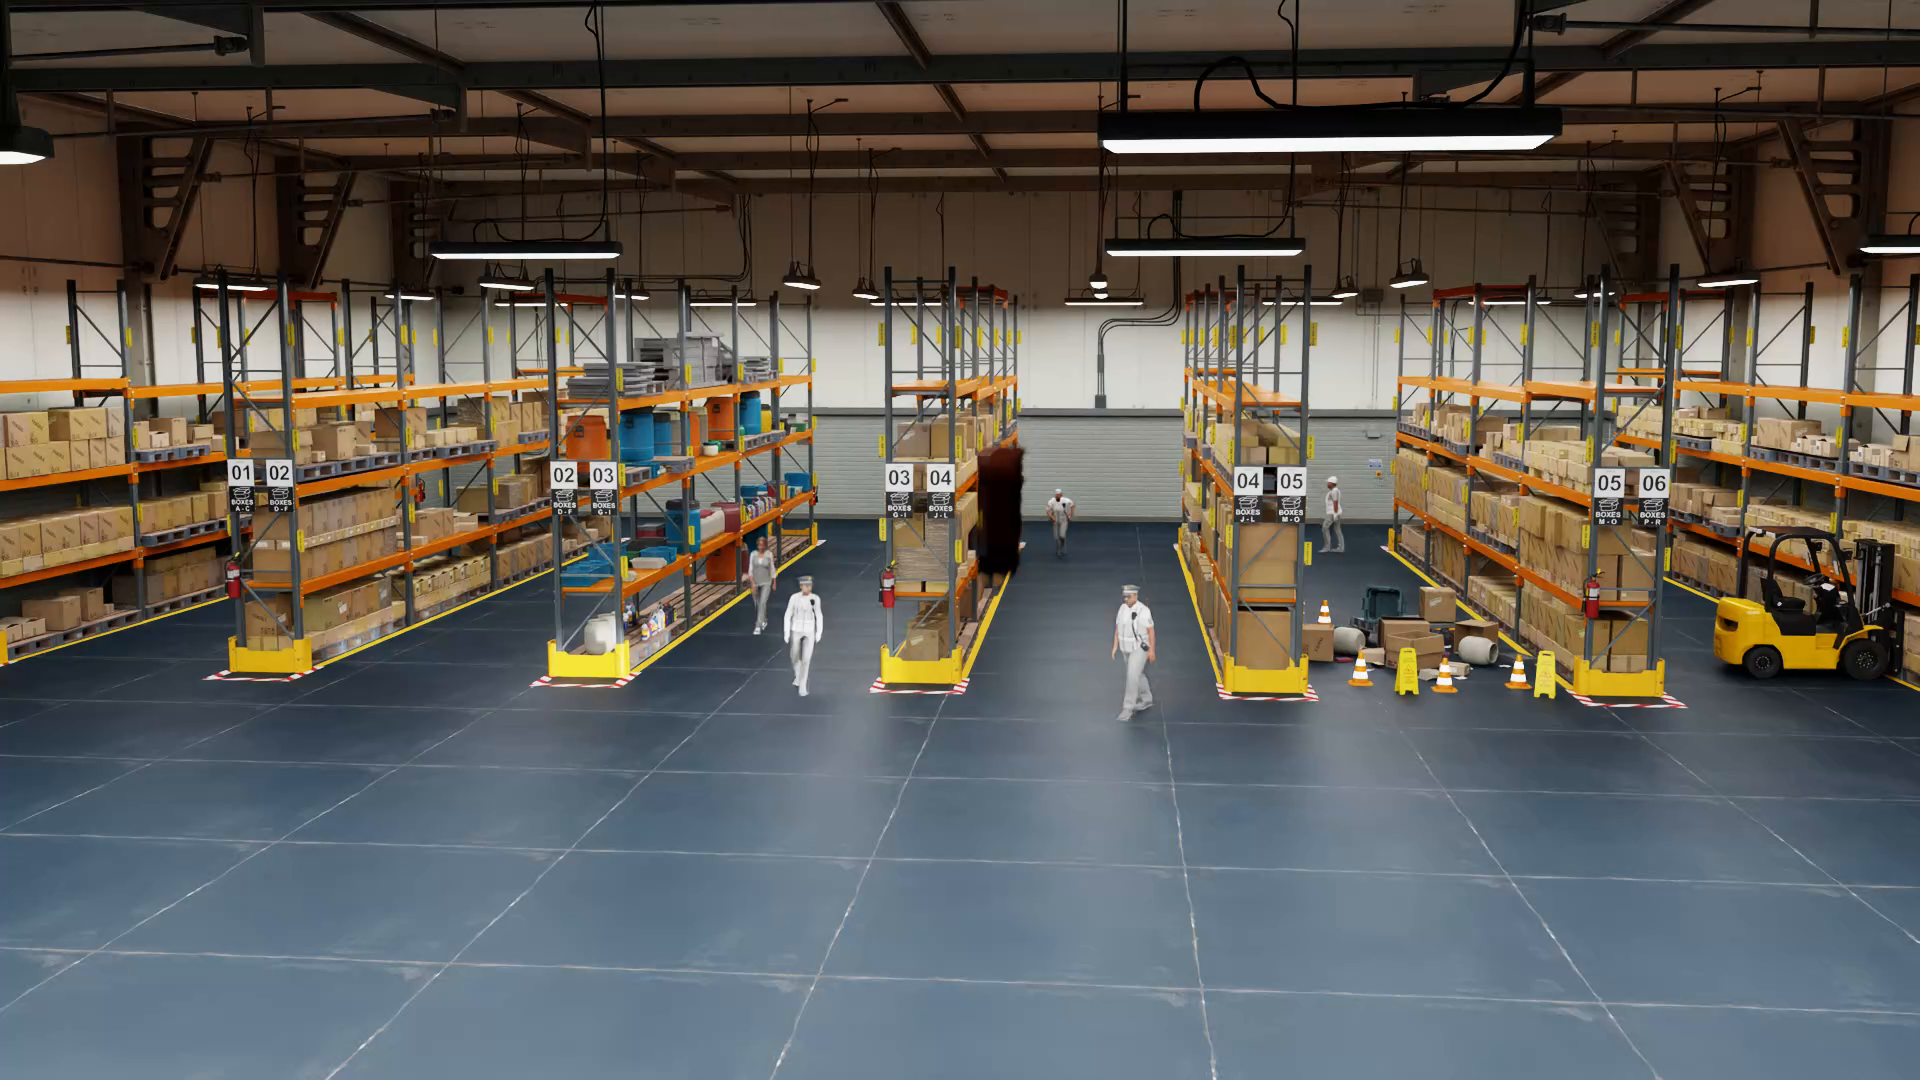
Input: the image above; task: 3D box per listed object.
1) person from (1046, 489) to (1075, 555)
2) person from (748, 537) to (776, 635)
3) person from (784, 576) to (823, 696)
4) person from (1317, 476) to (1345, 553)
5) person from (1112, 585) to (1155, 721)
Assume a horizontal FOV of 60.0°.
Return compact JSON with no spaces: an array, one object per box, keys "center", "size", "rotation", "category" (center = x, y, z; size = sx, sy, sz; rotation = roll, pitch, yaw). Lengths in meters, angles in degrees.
[{"center":[2.312,-0.413,38.217],"size":[0.631,1.569,0.757],"rotation":[2,7,15],"category":"person"},{"center":[-3.188,0.720,26.643],"size":[0.401,1.545,0.967],"rotation":[1,7,7],"category":"person"},{"center":[-2.223,1.338,23.656],"size":[0.562,1.674,0.732],"rotation":[-1,7,-8],"category":"person"},{"center":[8.689,-0.584,38.774],"size":[0.601,1.801,0.583],"rotation":[4,8,29],"category":"person"},{"center":[2.289,1.457,22.119],"size":[0.863,1.736,0.579],"rotation":[-5,8,-34],"category":"person"}]
